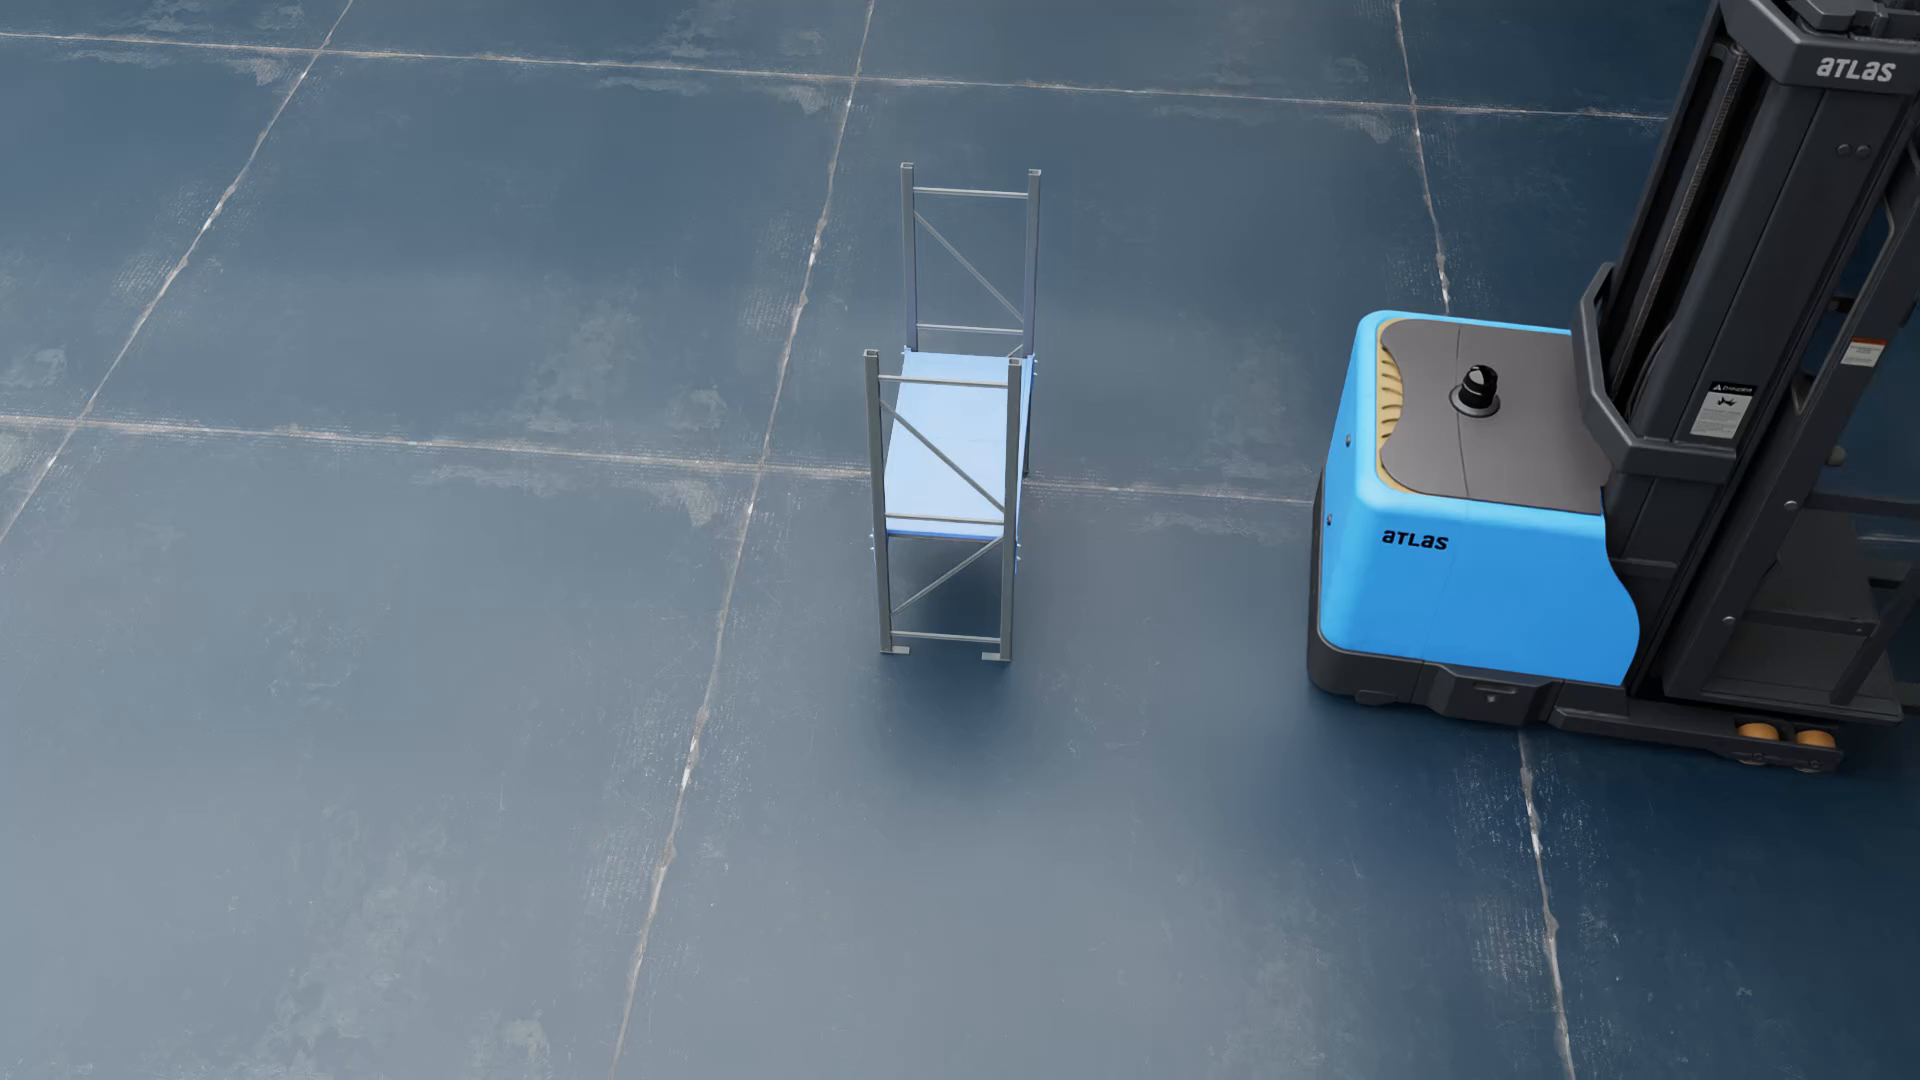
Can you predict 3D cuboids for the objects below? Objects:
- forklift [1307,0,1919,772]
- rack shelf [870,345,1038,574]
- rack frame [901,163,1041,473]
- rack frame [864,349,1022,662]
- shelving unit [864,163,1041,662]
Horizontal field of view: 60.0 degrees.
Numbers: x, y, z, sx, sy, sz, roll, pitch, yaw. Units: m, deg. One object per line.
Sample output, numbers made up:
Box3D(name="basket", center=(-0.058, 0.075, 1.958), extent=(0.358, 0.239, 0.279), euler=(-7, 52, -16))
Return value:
Box3D(name="forklift", center=(2.860, -0.579, 5.293), extent=(3.031, 2.935, 1.130), euler=(7, 48, 7))
Box3D(name="rack shelf", center=(-0.008, -0.322, 6.272), extent=(0.538, 0.185, 1.000), euler=(4, 48, 4))
Box3D(name="rack frame", center=(0.039, -0.817, 6.481), extent=(0.500, 1.500, 0.032), euler=(4, 48, 4))
Box3D(name="rack frame", center=(-0.054, -0.070, 5.798), extent=(0.500, 1.500, 0.032), euler=(4, 48, 4))
Box3D(name="shelving unit", center=(-0.008, -0.443, 6.139), extent=(0.538, 1.500, 1.048), euler=(4, 48, 4))
